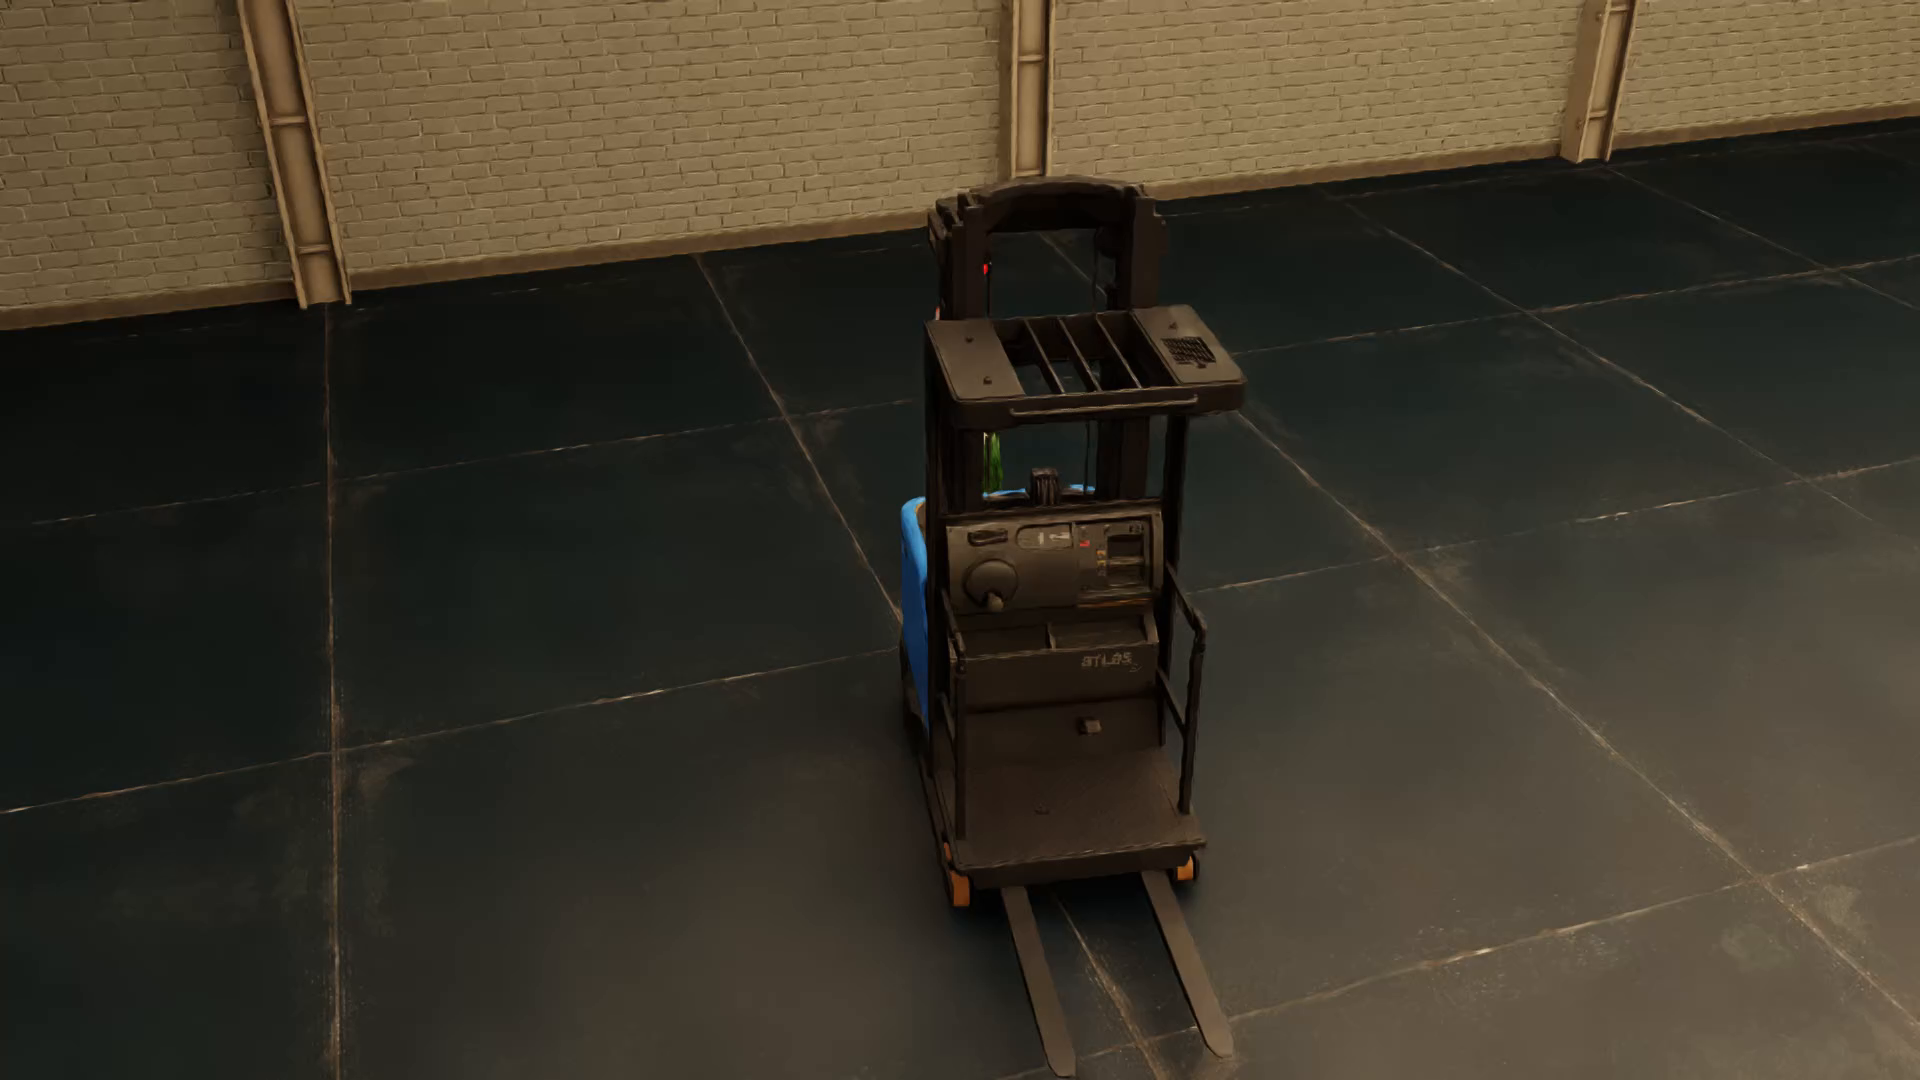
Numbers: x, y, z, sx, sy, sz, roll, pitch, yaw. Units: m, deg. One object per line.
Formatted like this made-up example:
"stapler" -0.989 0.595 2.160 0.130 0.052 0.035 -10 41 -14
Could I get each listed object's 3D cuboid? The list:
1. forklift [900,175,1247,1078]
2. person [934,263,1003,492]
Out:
"forklift" 0.442 0.134 6.855 1.130 2.935 3.031 -5 30 -8
"person" 0.140 -0.792 9.616 0.559 1.788 0.686 -6 31 -11
